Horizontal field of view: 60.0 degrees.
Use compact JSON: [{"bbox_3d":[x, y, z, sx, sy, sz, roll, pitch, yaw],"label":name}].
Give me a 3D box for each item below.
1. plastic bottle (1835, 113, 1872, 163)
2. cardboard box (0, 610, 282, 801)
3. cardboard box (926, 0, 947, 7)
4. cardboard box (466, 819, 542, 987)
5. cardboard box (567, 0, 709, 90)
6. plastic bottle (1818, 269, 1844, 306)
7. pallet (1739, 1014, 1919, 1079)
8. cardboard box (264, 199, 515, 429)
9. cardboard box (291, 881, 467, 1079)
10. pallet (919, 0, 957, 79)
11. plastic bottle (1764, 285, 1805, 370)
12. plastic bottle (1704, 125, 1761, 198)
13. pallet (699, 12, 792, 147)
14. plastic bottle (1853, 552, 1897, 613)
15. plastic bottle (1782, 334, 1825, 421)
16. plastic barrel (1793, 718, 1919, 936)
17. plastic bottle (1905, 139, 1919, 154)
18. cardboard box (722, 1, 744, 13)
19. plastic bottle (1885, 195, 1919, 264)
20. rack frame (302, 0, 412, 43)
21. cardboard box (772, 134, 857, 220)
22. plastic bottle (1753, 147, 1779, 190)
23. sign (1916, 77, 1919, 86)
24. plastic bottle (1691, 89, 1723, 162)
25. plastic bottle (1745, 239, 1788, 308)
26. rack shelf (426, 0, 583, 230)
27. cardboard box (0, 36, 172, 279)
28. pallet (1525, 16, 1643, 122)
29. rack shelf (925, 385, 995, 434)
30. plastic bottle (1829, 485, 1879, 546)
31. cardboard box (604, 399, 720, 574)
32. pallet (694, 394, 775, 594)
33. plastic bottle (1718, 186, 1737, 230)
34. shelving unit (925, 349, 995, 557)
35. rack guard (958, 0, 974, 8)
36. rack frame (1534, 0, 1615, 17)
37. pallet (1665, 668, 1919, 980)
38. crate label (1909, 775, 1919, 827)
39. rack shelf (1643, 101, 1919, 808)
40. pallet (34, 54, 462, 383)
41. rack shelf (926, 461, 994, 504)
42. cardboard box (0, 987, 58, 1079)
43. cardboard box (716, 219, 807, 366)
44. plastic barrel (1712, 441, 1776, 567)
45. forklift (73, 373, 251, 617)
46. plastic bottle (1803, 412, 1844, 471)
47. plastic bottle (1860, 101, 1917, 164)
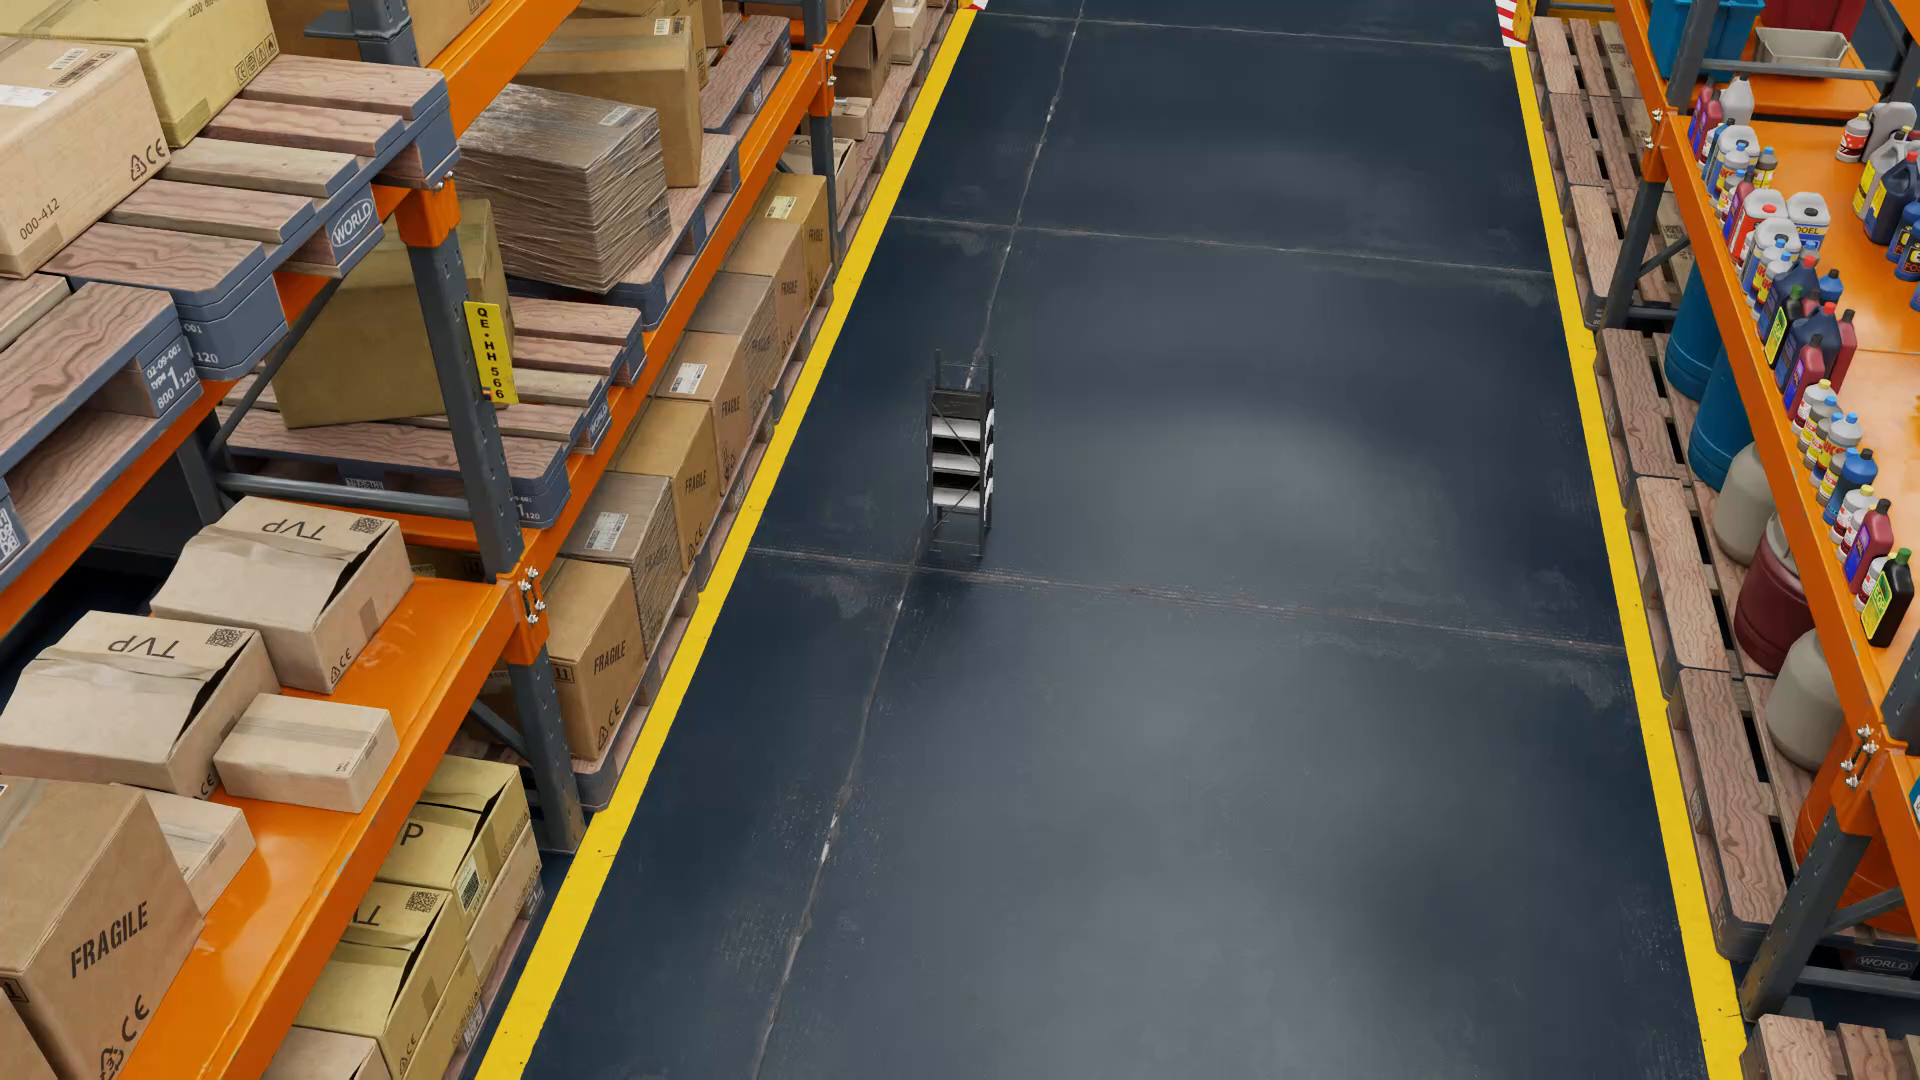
[{"bbox_3d":[3.848,-1.733,7.148,0.097,0.201,0.097,0,40,0],"label":"plastic bottle"},{"bbox_3d":[-2.192,0.445,4.427,0.500,0.311,0.500,6,40,7],"label":"cardboard box"},{"bbox_3d":[-0.313,-3.987,11.335,0.500,0.500,0.500,6,40,8],"label":"cardboard box"},{"bbox_3d":[-1.697,1.126,5.362,0.500,0.250,0.500,7,40,9],"label":"cardboard box"},{"bbox_3d":[-1.513,-2.129,7.062,0.700,0.500,0.500,12,41,15],"label":"cardboard box"},{"bbox_3d":[3.130,-0.858,6.035,0.097,0.271,0.097,0,40,0],"label":"plastic bottle"},{"bbox_3d":[2.860,1.976,4.694,1.003,0.211,1.213,6,40,8],"label":"pallet"},{"bbox_3d":[-1.848,-0.737,5.379,0.700,0.500,0.500,-6,40,-7],"label":"cardboard box"},{"bbox_3d":[-1.778,1.235,4.790,0.500,0.311,0.500,6,40,7],"label":"cardboard box"},{"bbox_3d":[-0.612,-3.527,11.350,1.003,0.211,1.213,6,40,8],"label":"pallet"},{"bbox_3d":[2.935,-0.753,5.899,0.061,0.283,0.133,6,40,8],"label":"plastic bottle"},{"bbox_3d":[3.206,-1.565,6.886,0.152,0.276,0.135,6,40,8],"label":"plastic bottle"},{"bbox_3d":[-1.400,-2.076,7.557,1.003,0.211,1.213,6,40,8],"label":"pallet"},{"bbox_3d":[2.720,0.125,4.901,0.097,0.201,0.097,0,40,0],"label":"plastic bottle"},{"bbox_3d":[2.880,-0.554,5.657,0.061,0.283,0.133,6,40,8],"label":"plastic bottle"},{"bbox_3d":[3.100,0.785,5.320,0.600,0.830,0.708,6,40,8],"label":"plastic barrel"},{"bbox_3d":[3.911,-1.531,6.845,0.152,0.276,0.135,6,40,8],"label":"plastic bottle"},{"bbox_3d":[-1.320,-3.020,8.470,0.500,0.500,0.500,7,40,8],"label":"cardboard box"},{"bbox_3d":[3.698,-1.215,6.466,0.097,0.271,0.097,0,40,0],"label":"plastic bottle"},{"bbox_3d":[-1.846,-2.441,3.140,1.000,3.000,0.127,6,40,8],"label":"rack frame"},{"bbox_3d":[-0.868,-2.012,9.095,0.500,0.311,0.500,6,40,8],"label":"cardboard box"},{"bbox_3d":[3.332,-1.534,6.907,0.097,0.201,0.097,0,40,0],"label":"plastic bottle"},{"bbox_3d":[4.266,-2.136,7.262,0.100,0.325,0.005,6,40,8],"label":"sign"},{"bbox_3d":[3.217,-1.779,7.139,0.061,0.283,0.133,6,40,8],"label":"plastic bottle"},{"bbox_3d":[3.021,-0.996,6.202,0.097,0.271,0.097,0,40,0],"label":"plastic bottle"},{"bbox_3d":[-1.500,-2.263,5.844,1.077,0.370,4.000,6,40,8],"label":"rack shelf"},{"bbox_3d":[-1.942,-0.767,3.258,0.500,0.250,0.500,7,40,9],"label":"cardboard box"},{"bbox_3d":[4.235,-3.013,10.729,1.003,0.211,1.213,6,40,8],"label":"pallet"},{"bbox_3d":[0.001,-0.534,6.819,0.258,0.077,0.200,6,40,8],"label":"rack shelf"},{"bbox_3d":[2.777,-0.081,5.150,0.097,0.201,0.097,0,40,0],"label":"plastic bottle"},{"bbox_3d":[-1.309,-0.233,6.794,0.500,0.500,0.500,6,40,7],"label":"cardboard box"},{"bbox_3d":[-1.466,-0.282,7.426,1.003,0.211,1.213,6,40,8],"label":"pallet"},{"bbox_3d":[3.125,-1.344,6.678,0.097,0.201,0.097,0,40,0],"label":"plastic bottle"},{"bbox_3d":[0.001,-0.352,6.969,0.258,0.900,0.210,6,40,8],"label":"shelving unit"},{"bbox_3d":[-0.475,-4.139,11.863,1.175,0.500,0.348,6,40,8],"label":"rack guard"},{"bbox_3d":[4.416,-4.601,10.461,1.000,3.000,0.127,6,40,8],"label":"rack frame"},{"bbox_3d":[3.127,0.995,5.881,1.003,0.211,1.213,6,40,8],"label":"pallet"},{"bbox_3d":[2.590,0.707,4.172,0.303,0.233,0.416,6,40,8],"label":"crate label"},{"bbox_3d":[3.378,-0.558,6.136,1.077,0.370,4.000,6,40,8],"label":"rack shelf"},{"bbox_3d":[-1.875,-0.777,3.629,1.213,0.211,1.003,8,40,10],"label":"pallet"},{"bbox_3d":[0.001,-0.257,7.048,0.258,0.077,0.200,6,40,8],"label":"rack shelf"},{"bbox_3d":[-2.211,1.218,3.345,0.500,0.500,0.500,6,40,8],"label":"cardboard box"},{"bbox_3d":[-1.051,-1.195,7.958,0.500,0.500,0.500,7,40,8],"label":"cardboard box"},{"bbox_3d":[3.305,-0.165,6.719,0.421,0.512,0.421,0,40,0],"label":"plastic barrel"},{"bbox_3d":[-3.363,-1.125,6.310,1.130,2.935,3.031,7,40,9],"label":"forklift"},{"bbox_3d":[2.844,-0.326,5.446,0.097,0.201,0.097,0,40,0],"label":"plastic bottle"},{"bbox_3d":[3.974,-1.760,7.122,0.152,0.276,0.135,6,40,8],"label":"plastic bottle"}]
